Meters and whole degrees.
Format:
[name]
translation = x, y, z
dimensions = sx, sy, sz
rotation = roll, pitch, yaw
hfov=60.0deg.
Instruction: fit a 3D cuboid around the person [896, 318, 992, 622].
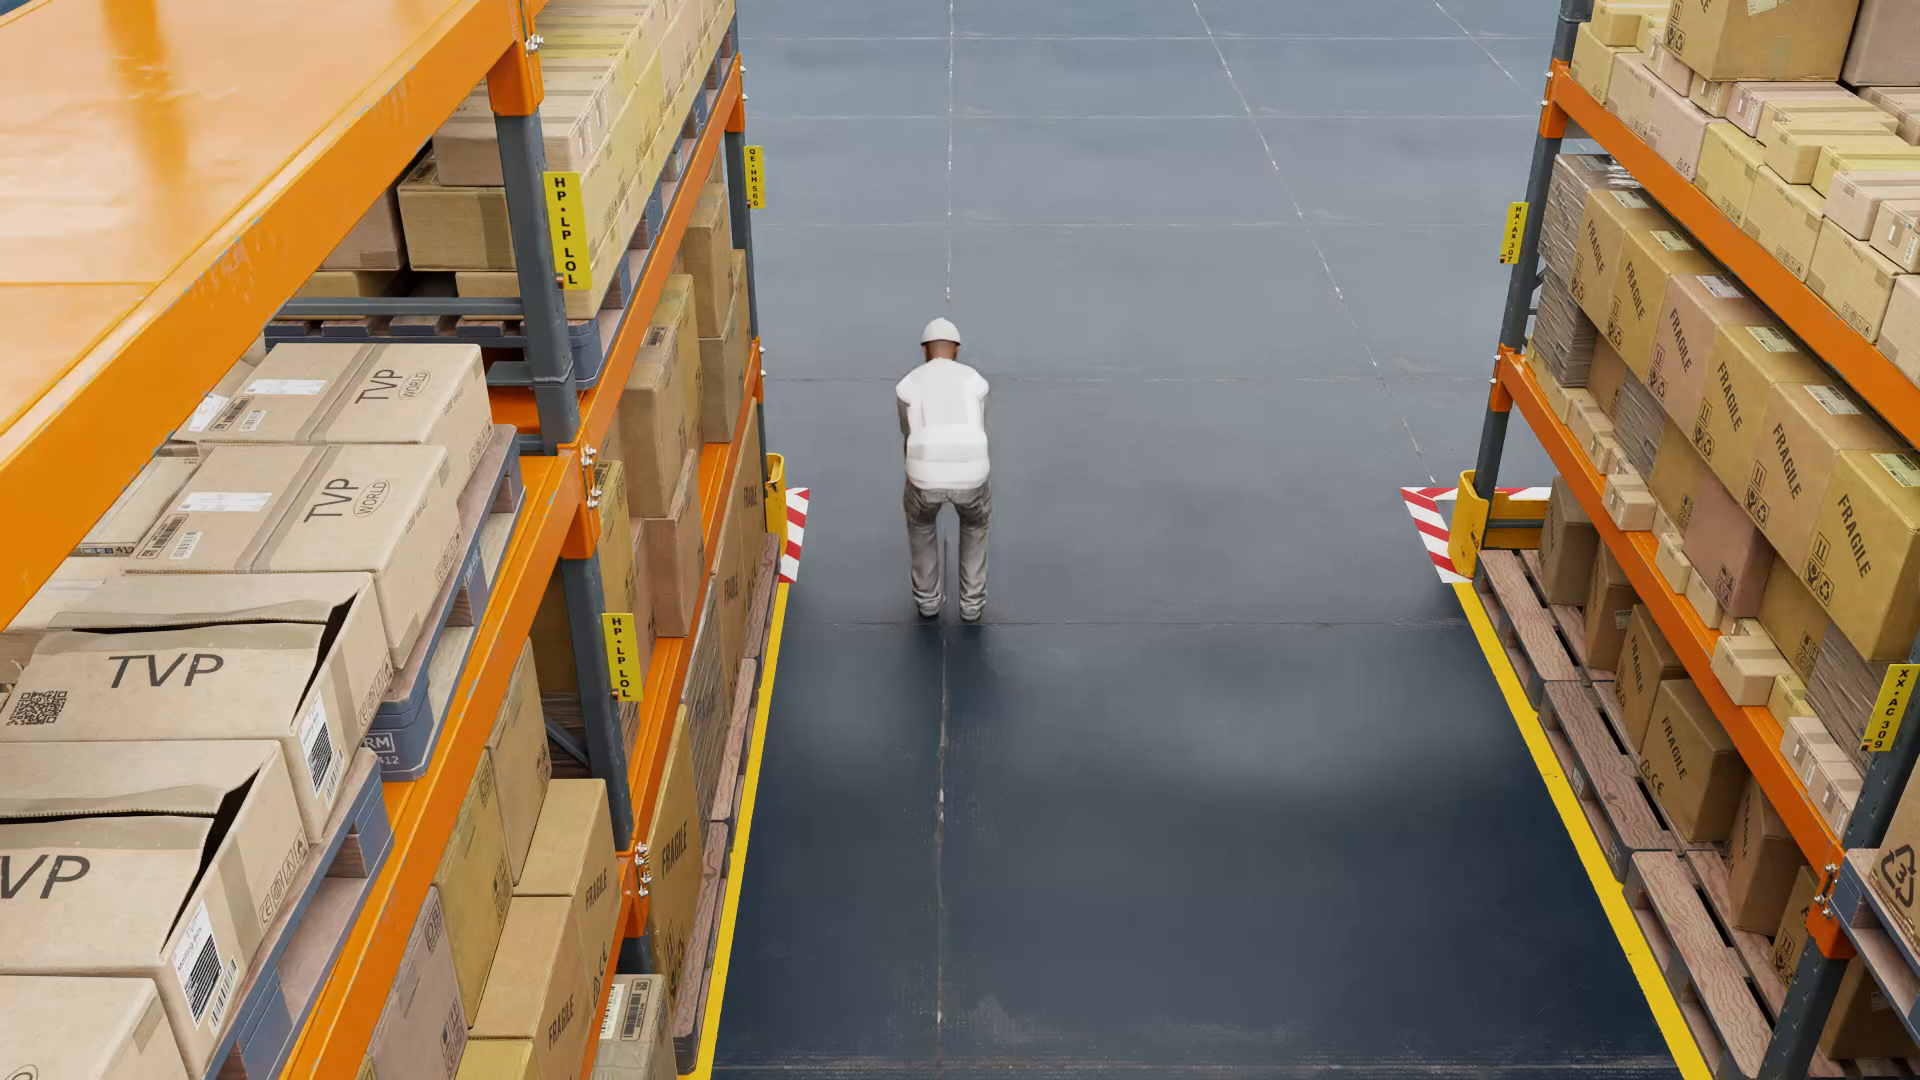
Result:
[person]
translation = -0.084, -0.357, 8.796
dimensions = 0.494, 1.484, 0.854
rotation = -1, 31, -2
